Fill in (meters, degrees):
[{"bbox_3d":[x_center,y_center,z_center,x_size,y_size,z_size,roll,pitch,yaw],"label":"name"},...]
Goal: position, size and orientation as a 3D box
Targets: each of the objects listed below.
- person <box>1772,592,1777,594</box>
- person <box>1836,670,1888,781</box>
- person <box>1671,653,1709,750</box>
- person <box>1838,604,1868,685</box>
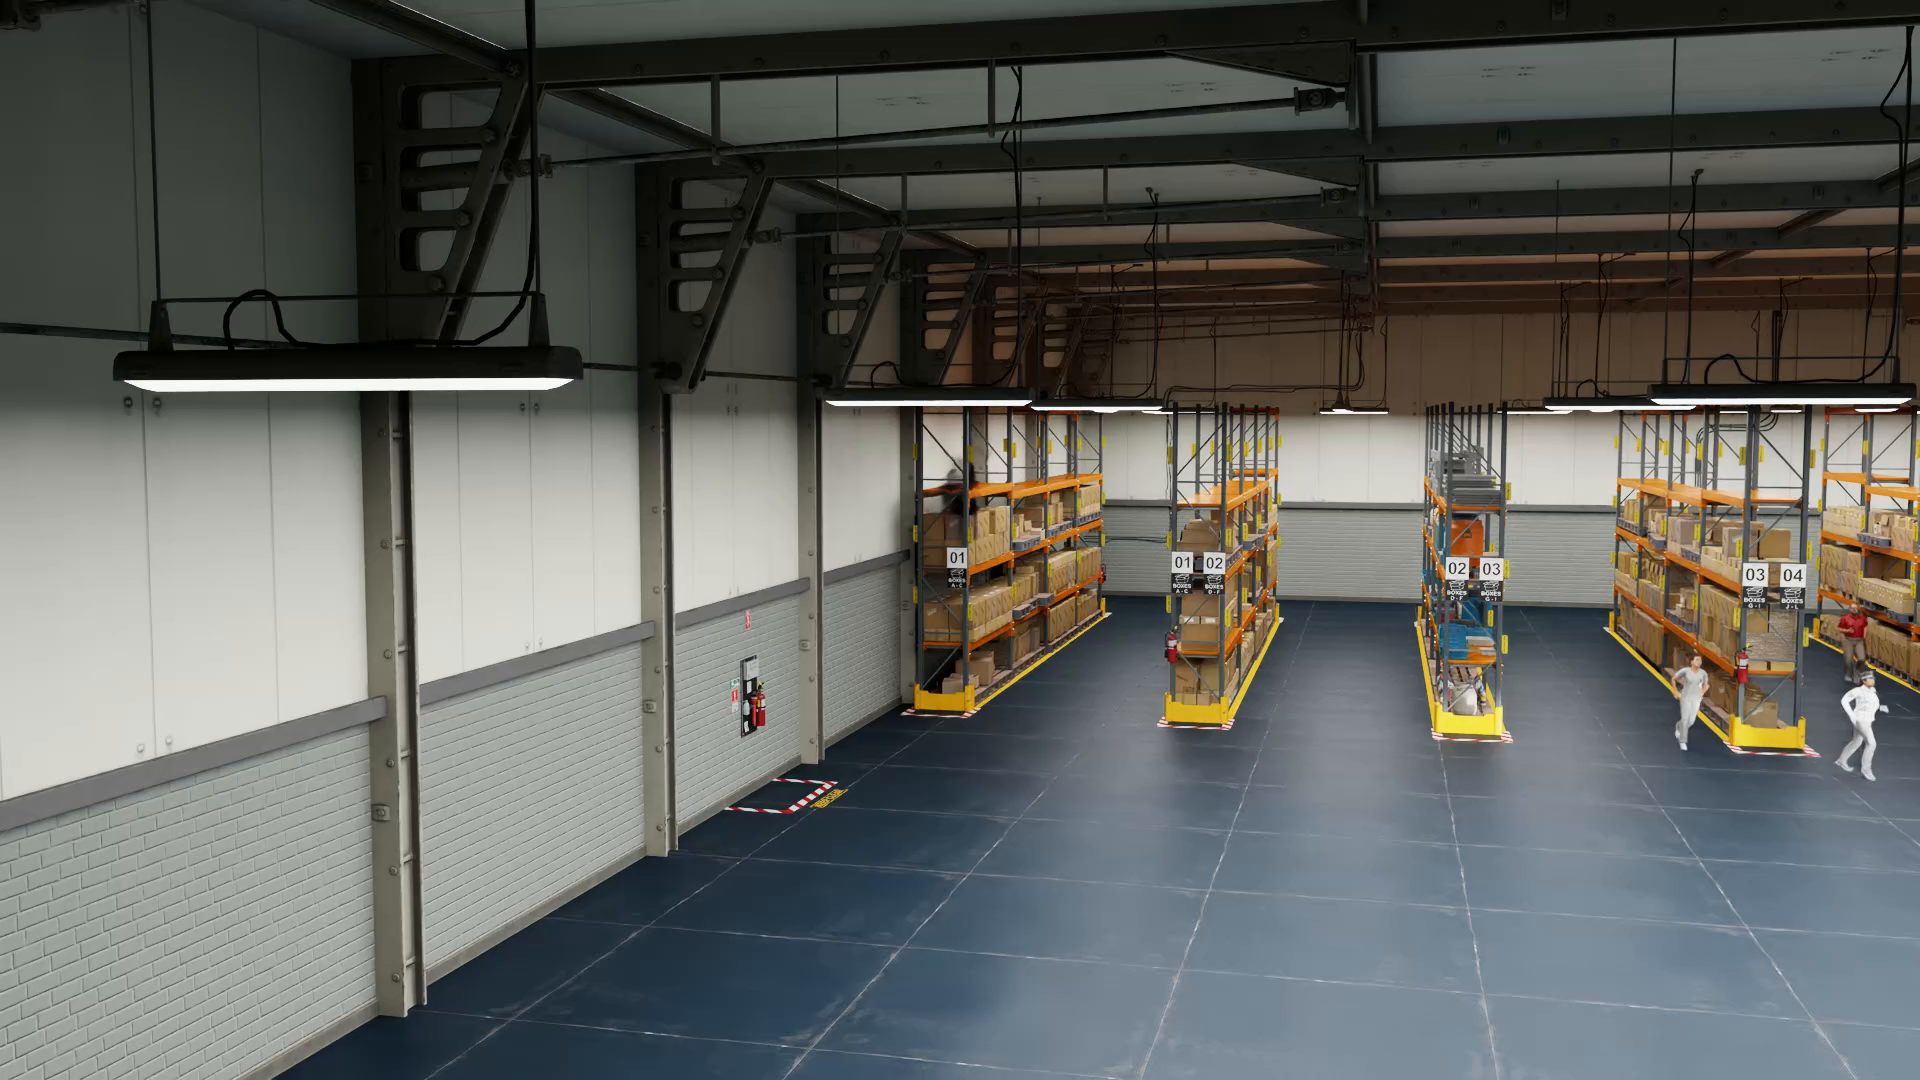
[{"bbox_3d":[21.076,1.717,43.737,0.531,1.611,0.755,-3,5,-37],"label":"person"},{"bbox_3d":[14.367,2.922,26.506,0.606,1.750,0.759,-3,5,-35],"label":"person"},{"bbox_3d":[12.708,2.785,28.943,0.601,1.651,0.792,1,4,7],"label":"person"},{"bbox_3d":[19.171,2.248,35.645,0.643,1.754,0.676,1,4,15],"label":"person"}]
